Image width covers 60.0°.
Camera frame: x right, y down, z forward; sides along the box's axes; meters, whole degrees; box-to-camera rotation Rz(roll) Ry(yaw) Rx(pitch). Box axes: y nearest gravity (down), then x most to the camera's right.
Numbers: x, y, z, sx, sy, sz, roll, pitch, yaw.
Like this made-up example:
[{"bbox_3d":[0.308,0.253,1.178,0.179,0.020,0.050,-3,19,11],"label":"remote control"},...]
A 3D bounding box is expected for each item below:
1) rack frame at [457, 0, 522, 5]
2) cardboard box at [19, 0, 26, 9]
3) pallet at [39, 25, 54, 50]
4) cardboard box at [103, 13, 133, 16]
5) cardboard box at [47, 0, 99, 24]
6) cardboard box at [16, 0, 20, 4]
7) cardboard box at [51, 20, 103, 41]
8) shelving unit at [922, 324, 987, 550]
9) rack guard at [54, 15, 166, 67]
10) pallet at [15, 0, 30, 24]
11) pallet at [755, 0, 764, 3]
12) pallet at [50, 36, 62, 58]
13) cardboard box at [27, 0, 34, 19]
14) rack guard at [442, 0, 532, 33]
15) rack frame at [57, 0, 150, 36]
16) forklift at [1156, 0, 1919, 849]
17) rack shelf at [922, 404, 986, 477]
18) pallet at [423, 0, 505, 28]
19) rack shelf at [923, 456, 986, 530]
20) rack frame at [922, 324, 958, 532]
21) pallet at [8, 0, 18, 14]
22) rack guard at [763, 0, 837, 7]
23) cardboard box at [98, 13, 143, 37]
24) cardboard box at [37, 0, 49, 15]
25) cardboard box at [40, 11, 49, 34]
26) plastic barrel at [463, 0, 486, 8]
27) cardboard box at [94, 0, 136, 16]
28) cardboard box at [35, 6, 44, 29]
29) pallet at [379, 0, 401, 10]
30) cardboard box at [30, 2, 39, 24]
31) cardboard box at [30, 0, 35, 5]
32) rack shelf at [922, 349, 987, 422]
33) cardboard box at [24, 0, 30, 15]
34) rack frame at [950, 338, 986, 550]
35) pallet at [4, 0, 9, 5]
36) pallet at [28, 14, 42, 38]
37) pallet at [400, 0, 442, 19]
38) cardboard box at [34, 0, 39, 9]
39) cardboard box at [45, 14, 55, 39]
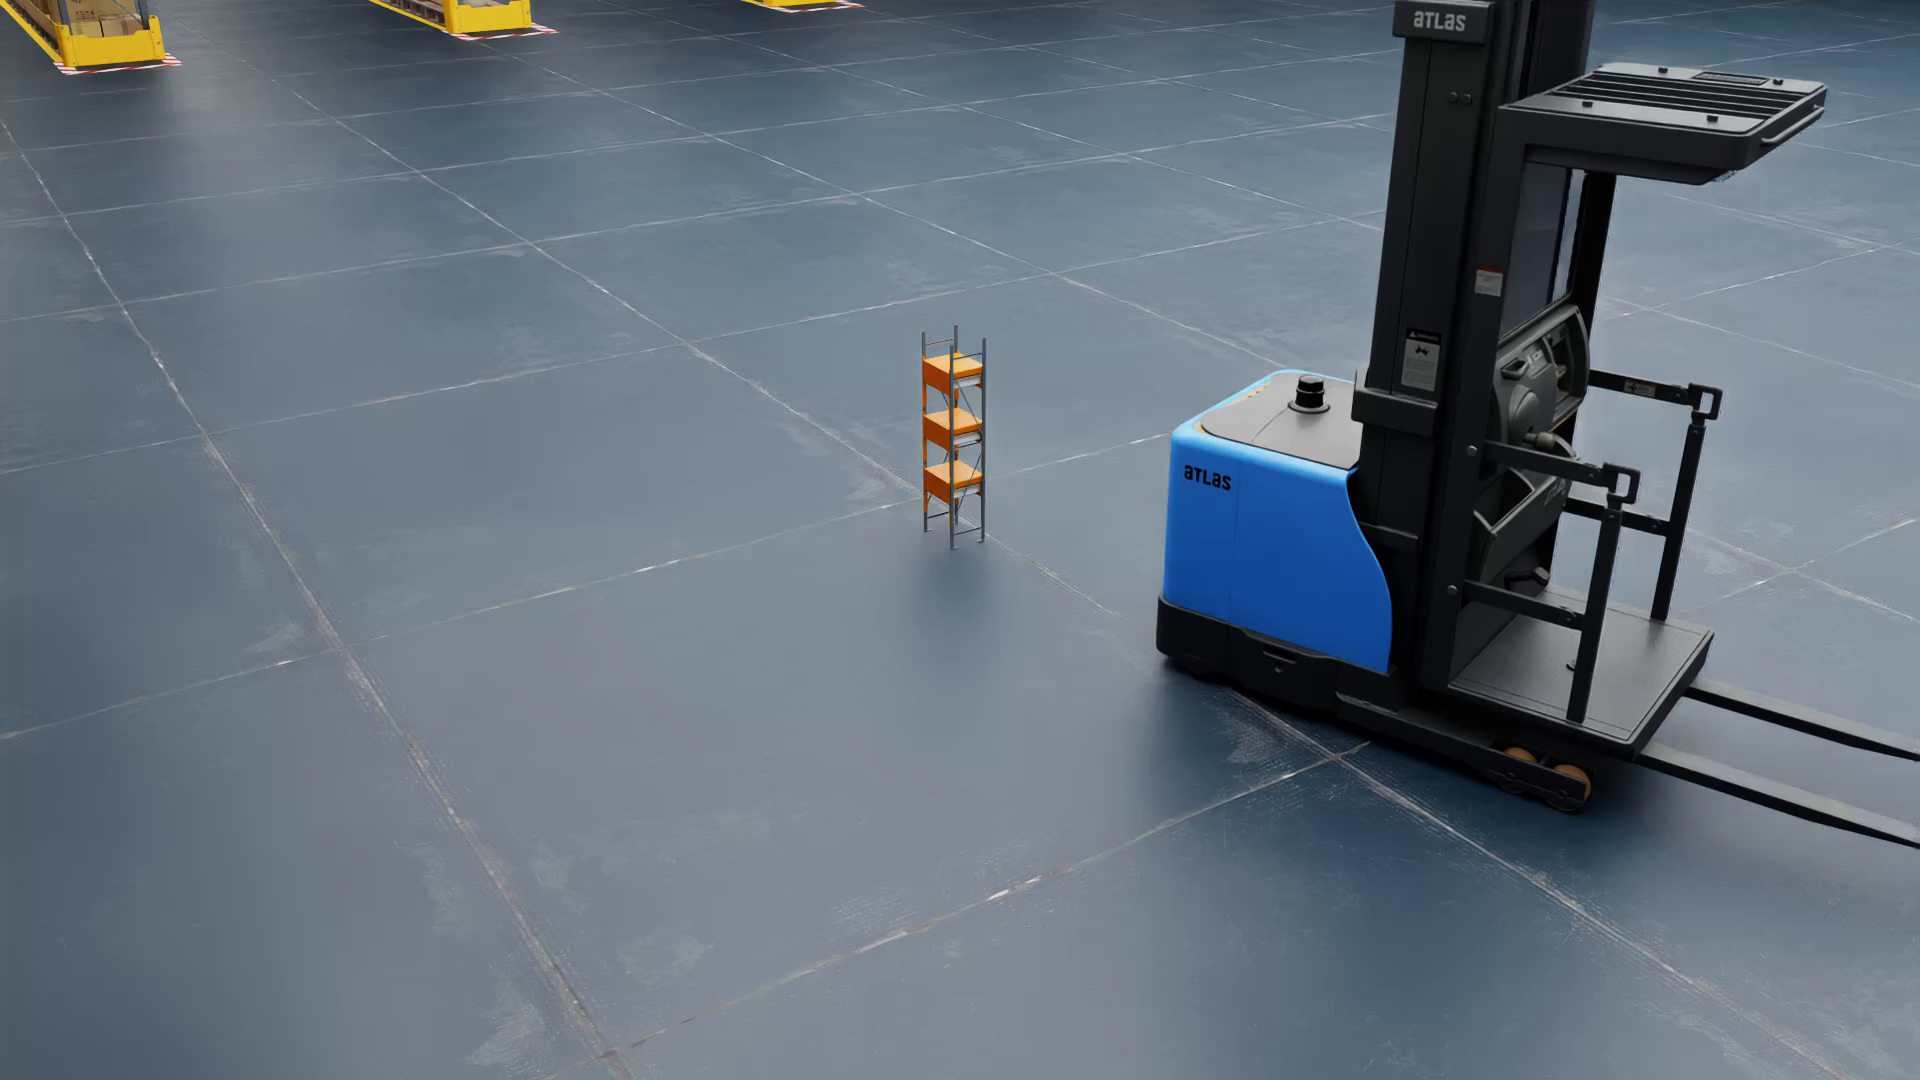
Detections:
[{"bbox_3d":[-6.614,-8.612,22.979,1.000,3.000,0.127,-16,29,-30],"label":"rack frame"},{"bbox_3d":[-13.419,-7.917,24.236,0.500,0.250,0.500,-16,30,-30],"label":"cardboard box"},{"bbox_3d":[-11.881,-6.898,22.614,1.003,0.211,1.213,-16,29,-30],"label":"pallet"},{"bbox_3d":[-11.149,-6.827,21.927,0.500,0.250,0.500,-16,29,-30],"label":"cardboard box"},{"bbox_3d":[-11.308,-6.867,21.133,0.500,0.500,0.500,-16,29,-30],"label":"cardboard box"},{"bbox_3d":[-13.694,-8.098,24.620,0.500,0.250,0.500,-16,30,-30],"label":"cardboard box"},{"bbox_3d":[-11.306,-6.528,21.294,0.500,0.250,0.500,-16,29,-30],"label":"cardboard box"},{"bbox_3d":[-0.029,-0.494,8.066,0.215,1.050,0.252,-16,29,-30],"label":"shelving unit"},{"bbox_3d":[-10.753,-6.320,21.052,1.175,0.500,0.348,-16,29,-30],"label":"rack guard"},{"bbox_3d":[-13.385,-7.883,24.701,1.003,0.211,1.213,-16,29,-30],"label":"pallet"},{"bbox_3d":[-2.919,-8.831,26.710,1.003,0.211,1.213,-16,29,-30],"label":"pallet"},{"bbox_3d":[-11.219,-6.462,21.691,1.003,0.211,1.213,-16,29,-30],"label":"pallet"},{"bbox_3d":[-12.682,-7.420,23.182,0.500,0.250,0.500,-16,29,-30],"label":"cardboard box"},{"bbox_3d":[-6.695,-7.498,23.547,1.175,0.500,0.348,-16,29,-30],"label":"rack guard"},{"bbox_3d":[-10.766,-7.459,20.537,1.000,3.000,0.127,-16,29,-30],"label":"rack frame"},{"bbox_3d":[2.317,-0.583,6.052,3.031,2.935,1.130,18,31,33],"label":"forklift"},{"bbox_3d":[-0.029,-0.484,8.071,0.215,0.259,0.240,-16,29,-30],"label":"rack shelf"},{"bbox_3d":[-7.134,-7.659,24.227,1.003,0.211,1.213,-16,29,-30],"label":"pallet"},{"bbox_3d":[-0.029,-0.233,8.190,0.215,0.259,0.240,-16,29,-30],"label":"rack shelf"},{"bbox_3d":[-0.096,-0.538,8.159,0.200,1.050,0.008,-16,29,-30],"label":"rack frame"},{"bbox_3d":[-14.055,-8.320,25.627,1.003,0.211,1.213,-16,29,-30],"label":"pallet"},{"bbox_3d":[-2.506,-8.663,26.015,1.175,0.500,0.348,-16,29,-30],"label":"rack guard"},{"bbox_3d":[-10.872,-6.649,21.550,0.500,0.250,0.500,-16,29,-30],"label":"cardboard box"},{"bbox_3d":[-11.866,-7.221,21.884,0.500,0.500,0.500,-16,29,-30],"label":"cardboard box"},{"bbox_3d":[-11.864,-6.883,22.045,0.500,0.250,0.500,-16,29,-30],"label":"cardboard box"},{"bbox_3d":[-7.037,-7.894,23.881,0.421,0.512,0.421,0,25,0],"label":"plastic barrel"},{"bbox_3d":[-11.147,-7.167,21.768,0.500,0.500,0.500,-16,29,-30],"label":"cardboard box"},{"bbox_3d":[-12.135,-7.062,22.425,0.500,0.250,0.500,-16,29,-30],"label":"cardboard box"},{"bbox_3d":[-8.466,-8.532,26.076,1.003,0.211,1.213,-16,29,-30],"label":"pallet"},{"bbox_3d":[-12.413,-7.240,22.801,0.500,0.250,0.500,-16,29,-30],"label":"cardboard box"},{"bbox_3d":[-12.413,-7.579,22.641,0.500,0.500,0.500,-16,29,-30],"label":"cardboard box"},{"bbox_3d":[-0.029,-0.741,7.950,0.215,0.259,0.240,-16,29,-30],"label":"rack shelf"},{"bbox_3d":[-12.951,-7.600,23.564,0.500,0.250,0.500,-16,29,-30],"label":"cardboard box"},{"bbox_3d":[0.037,-0.450,7.974,0.200,1.050,0.008,-16,29,-30],"label":"rack frame"},{"bbox_3d":[-14.717,-8.756,26.550,1.003,0.211,1.213,-16,29,-30],"label":"pallet"},{"bbox_3d":[-12.551,-7.334,23.539,1.003,0.211,1.213,-16,29,-30],"label":"pallet"},{"bbox_3d":[-7.796,-8.095,25.150,1.003,0.211,1.213,-16,29,-30],"label":"pallet"},{"bbox_3d":[-12.138,-7.400,22.263,0.500,0.500,0.500,-16,29,-30],"label":"cardboard box"},{"bbox_3d":[-11.589,-6.704,21.667,0.500,0.250,0.500,-16,29,-30],"label":"cardboard box"}]
